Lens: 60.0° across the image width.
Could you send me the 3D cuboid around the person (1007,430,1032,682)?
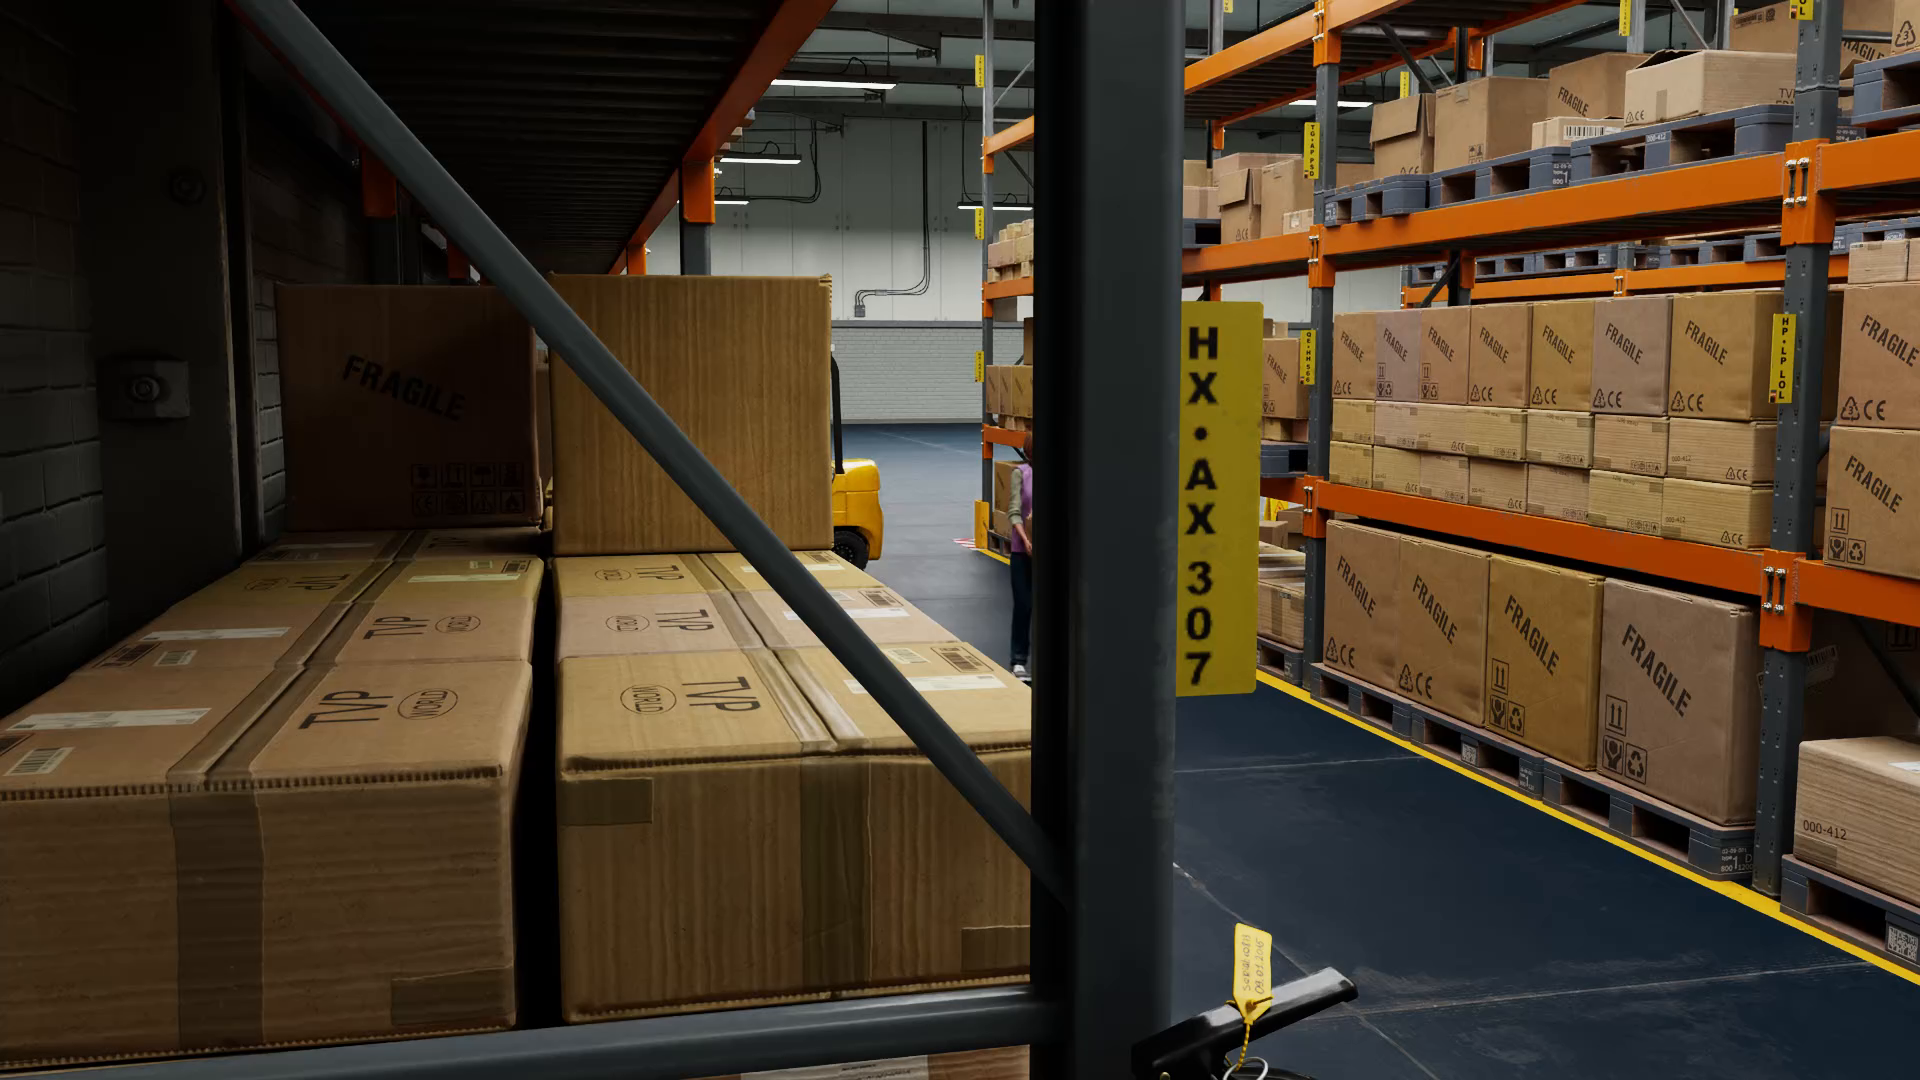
[{"bbox_3d":[0.516,0.095,10.484,0.438,1.602,0.471,-2,7,-14],"label":"person"}]
